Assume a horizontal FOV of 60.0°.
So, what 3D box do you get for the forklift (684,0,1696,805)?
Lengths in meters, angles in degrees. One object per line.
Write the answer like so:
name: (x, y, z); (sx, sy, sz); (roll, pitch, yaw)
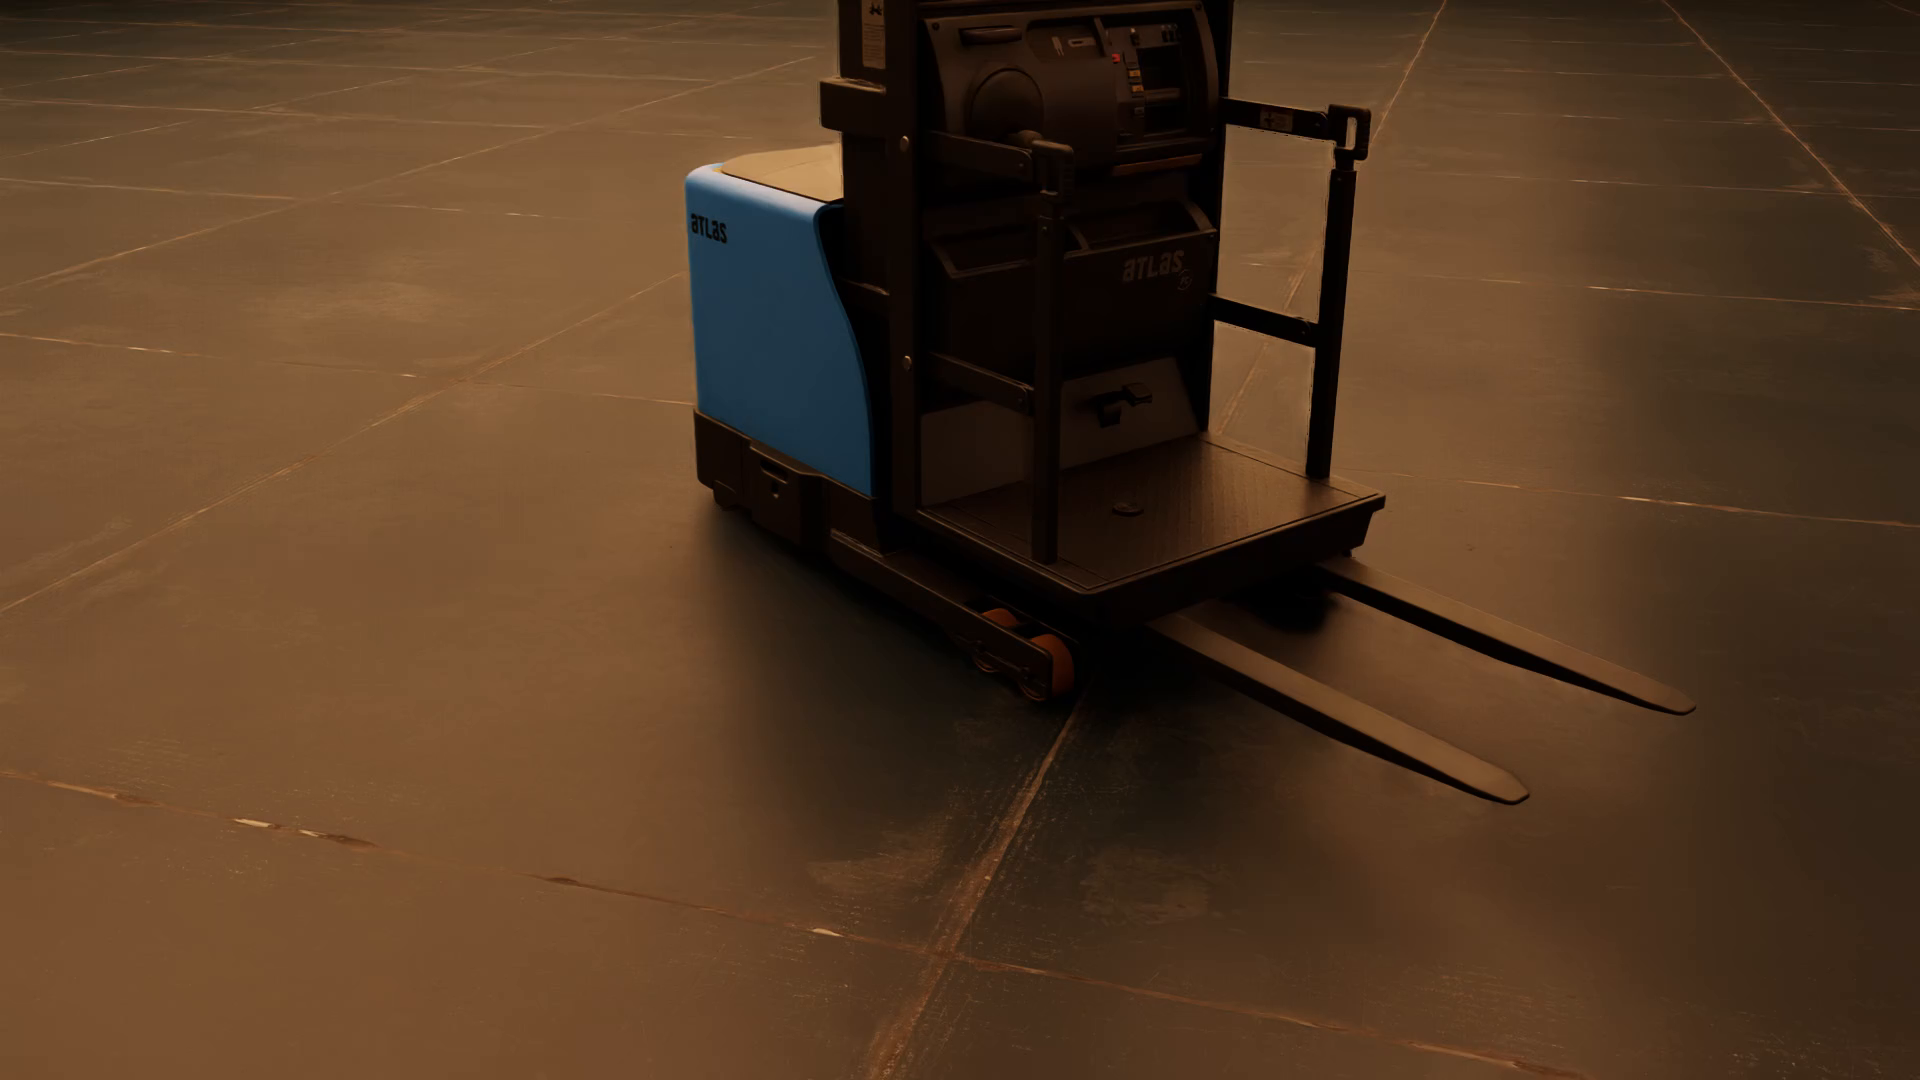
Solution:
forklift: (0.436, -1.165, 4.102); (1.130, 2.935, 3.031); (-16, 27, -34)
